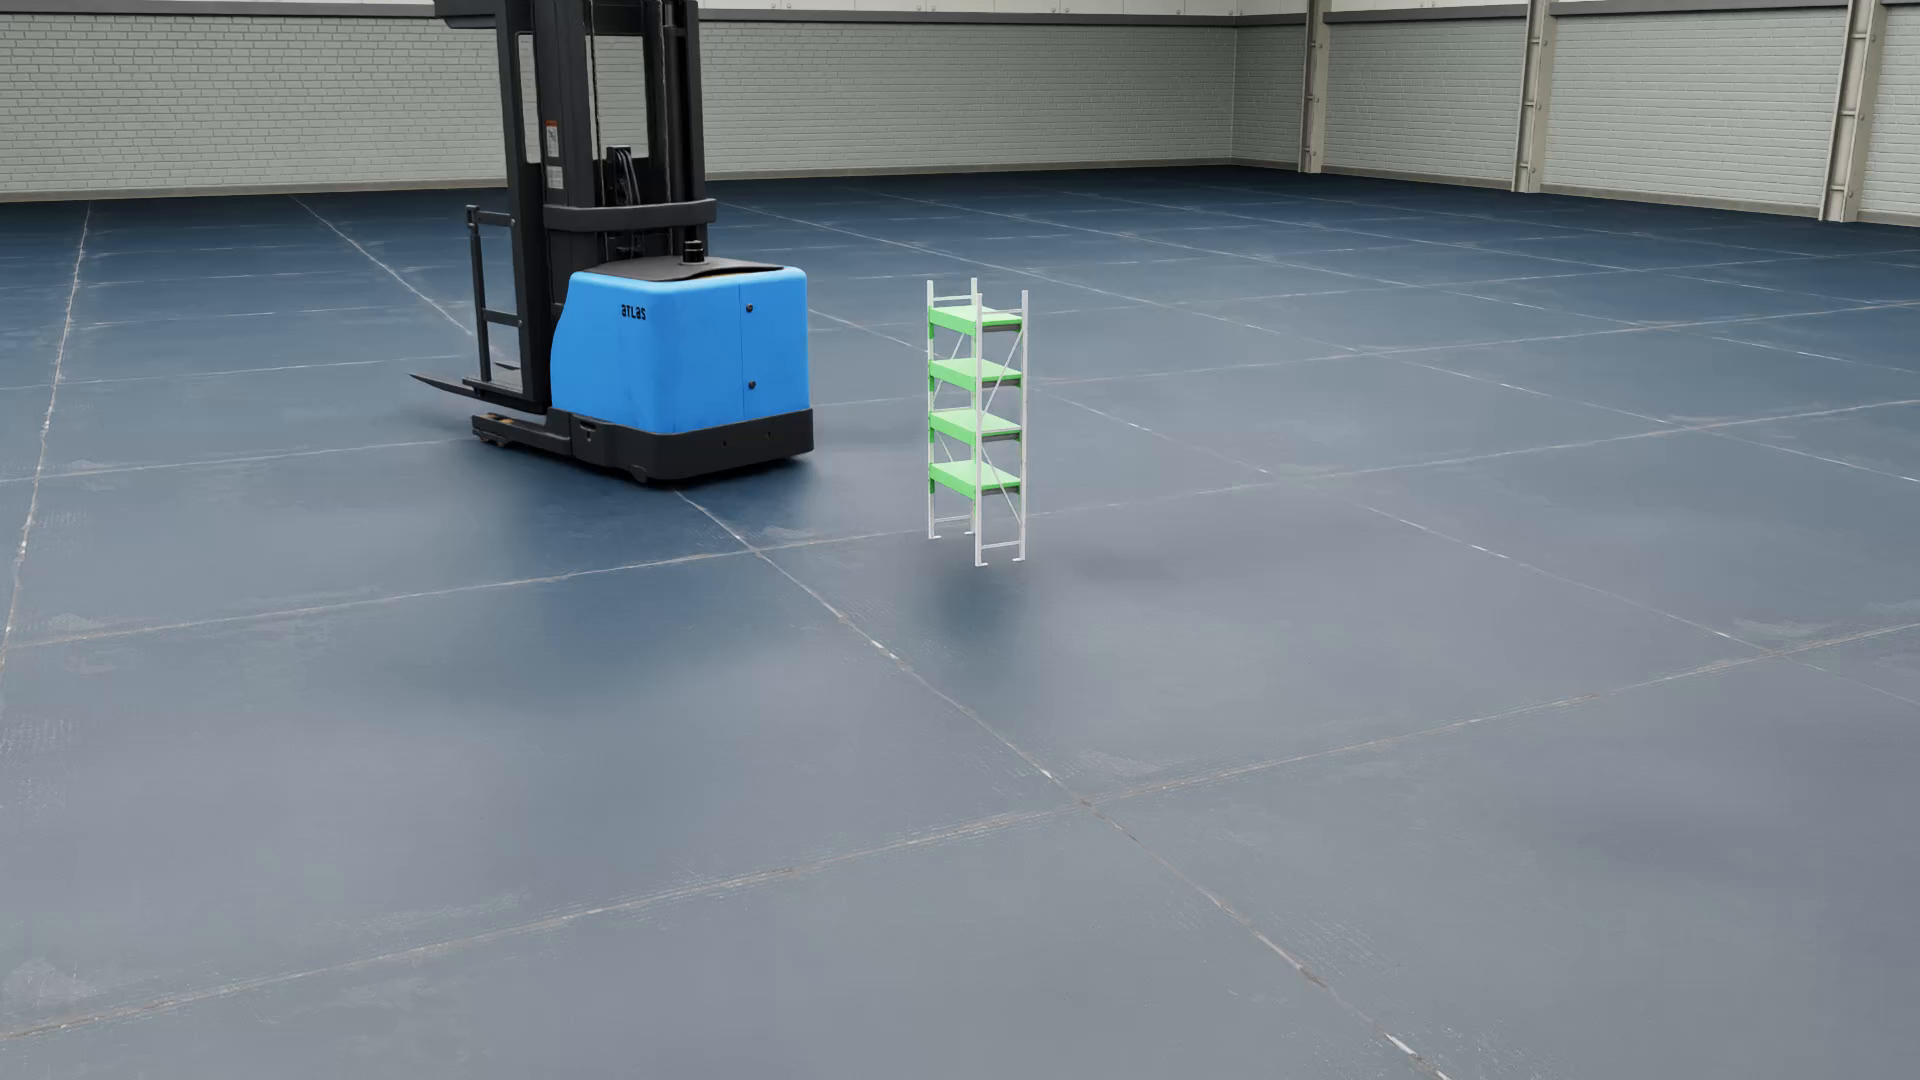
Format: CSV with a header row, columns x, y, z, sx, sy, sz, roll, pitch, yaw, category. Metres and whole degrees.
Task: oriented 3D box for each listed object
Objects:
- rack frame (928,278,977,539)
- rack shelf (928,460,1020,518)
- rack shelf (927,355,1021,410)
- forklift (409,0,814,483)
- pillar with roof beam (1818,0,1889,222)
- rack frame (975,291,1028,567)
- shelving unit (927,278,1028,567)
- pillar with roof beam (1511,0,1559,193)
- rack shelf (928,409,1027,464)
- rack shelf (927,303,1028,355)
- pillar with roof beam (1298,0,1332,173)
x,y,z,sx,sy,sz,roll,pitch,yaw,category
-0.034,-0.596,7.653,0.240,1.200,0.015,-8,18,-25,rack frame
0.073,-0.244,7.526,0.258,0.148,0.480,-8,18,-25,rack shelf
0.073,-0.705,7.394,0.258,0.148,0.480,-8,18,-25,rack shelf
-2.216,-2.032,9.517,3.031,2.935,1.130,15,22,42,forklift
8.501,-8.306,20.380,9.100,9.000,0.400,-8,18,-25,pillar with roof beam
0.179,-0.475,7.231,0.240,1.200,0.015,-8,18,-25,rack frame
0.073,-0.536,7.442,0.258,1.200,0.503,-8,18,-25,shelving unit
5.872,-9.794,25.565,9.100,9.000,0.400,-8,18,-25,pillar with roof beam
0.073,-0.474,7.460,0.258,0.148,0.480,-8,18,-25,rack shelf
0.073,-0.936,7.327,0.258,0.148,0.480,-8,18,-25,rack shelf
3.244,-11.281,30.749,9.100,9.000,0.400,-8,18,-25,pillar with roof beam
